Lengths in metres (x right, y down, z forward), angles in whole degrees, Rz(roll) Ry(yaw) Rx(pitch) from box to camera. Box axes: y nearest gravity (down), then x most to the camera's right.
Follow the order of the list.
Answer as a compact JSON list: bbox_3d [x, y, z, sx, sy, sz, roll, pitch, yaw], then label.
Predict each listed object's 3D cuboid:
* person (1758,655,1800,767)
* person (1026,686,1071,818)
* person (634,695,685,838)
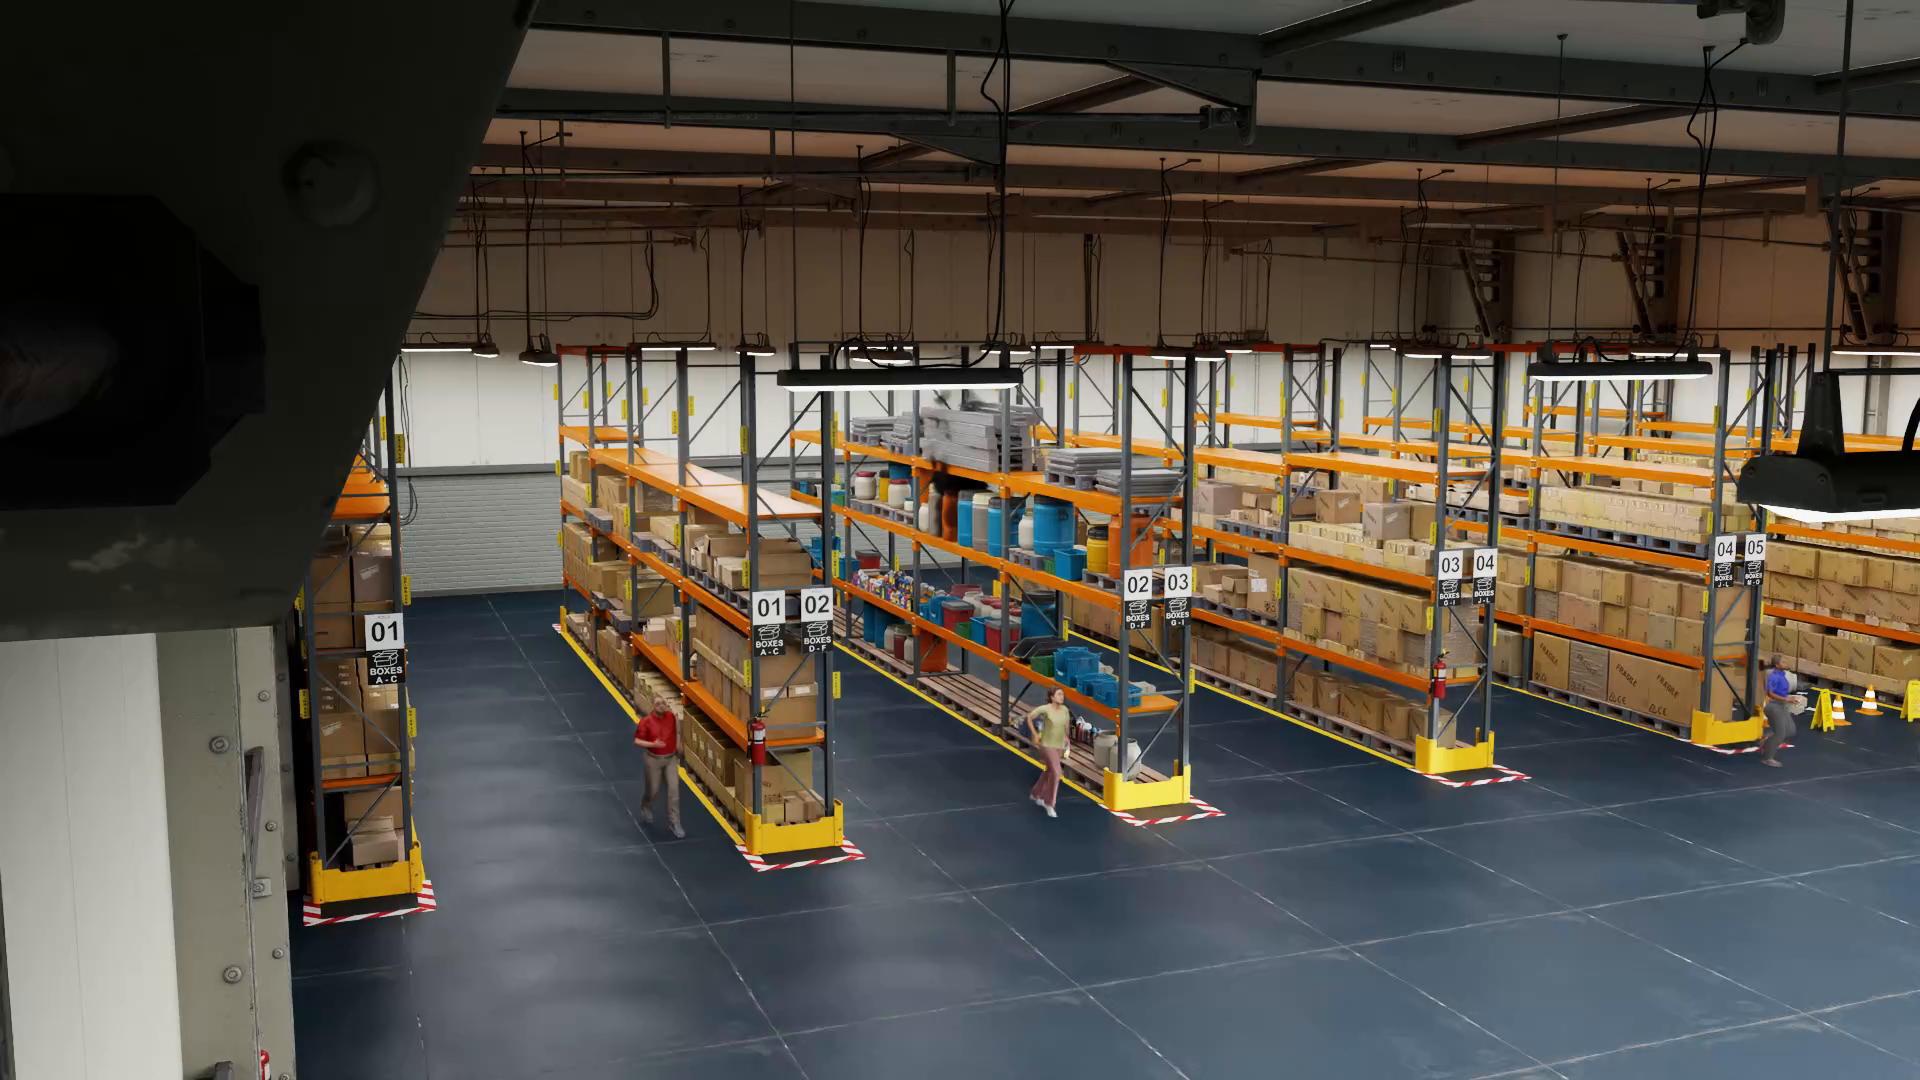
[{"bbox_3d":[11.901,2.479,24.143,0.557,1.629,0.607,6,9,37],"label":"person"},{"bbox_3d":[1.207,2.756,21.912,0.563,1.695,0.677,-5,9,-36],"label":"person"},{"bbox_3d":[-3.778,2.805,20.941,0.659,1.738,0.966,-5,9,-33],"label":"person"}]
